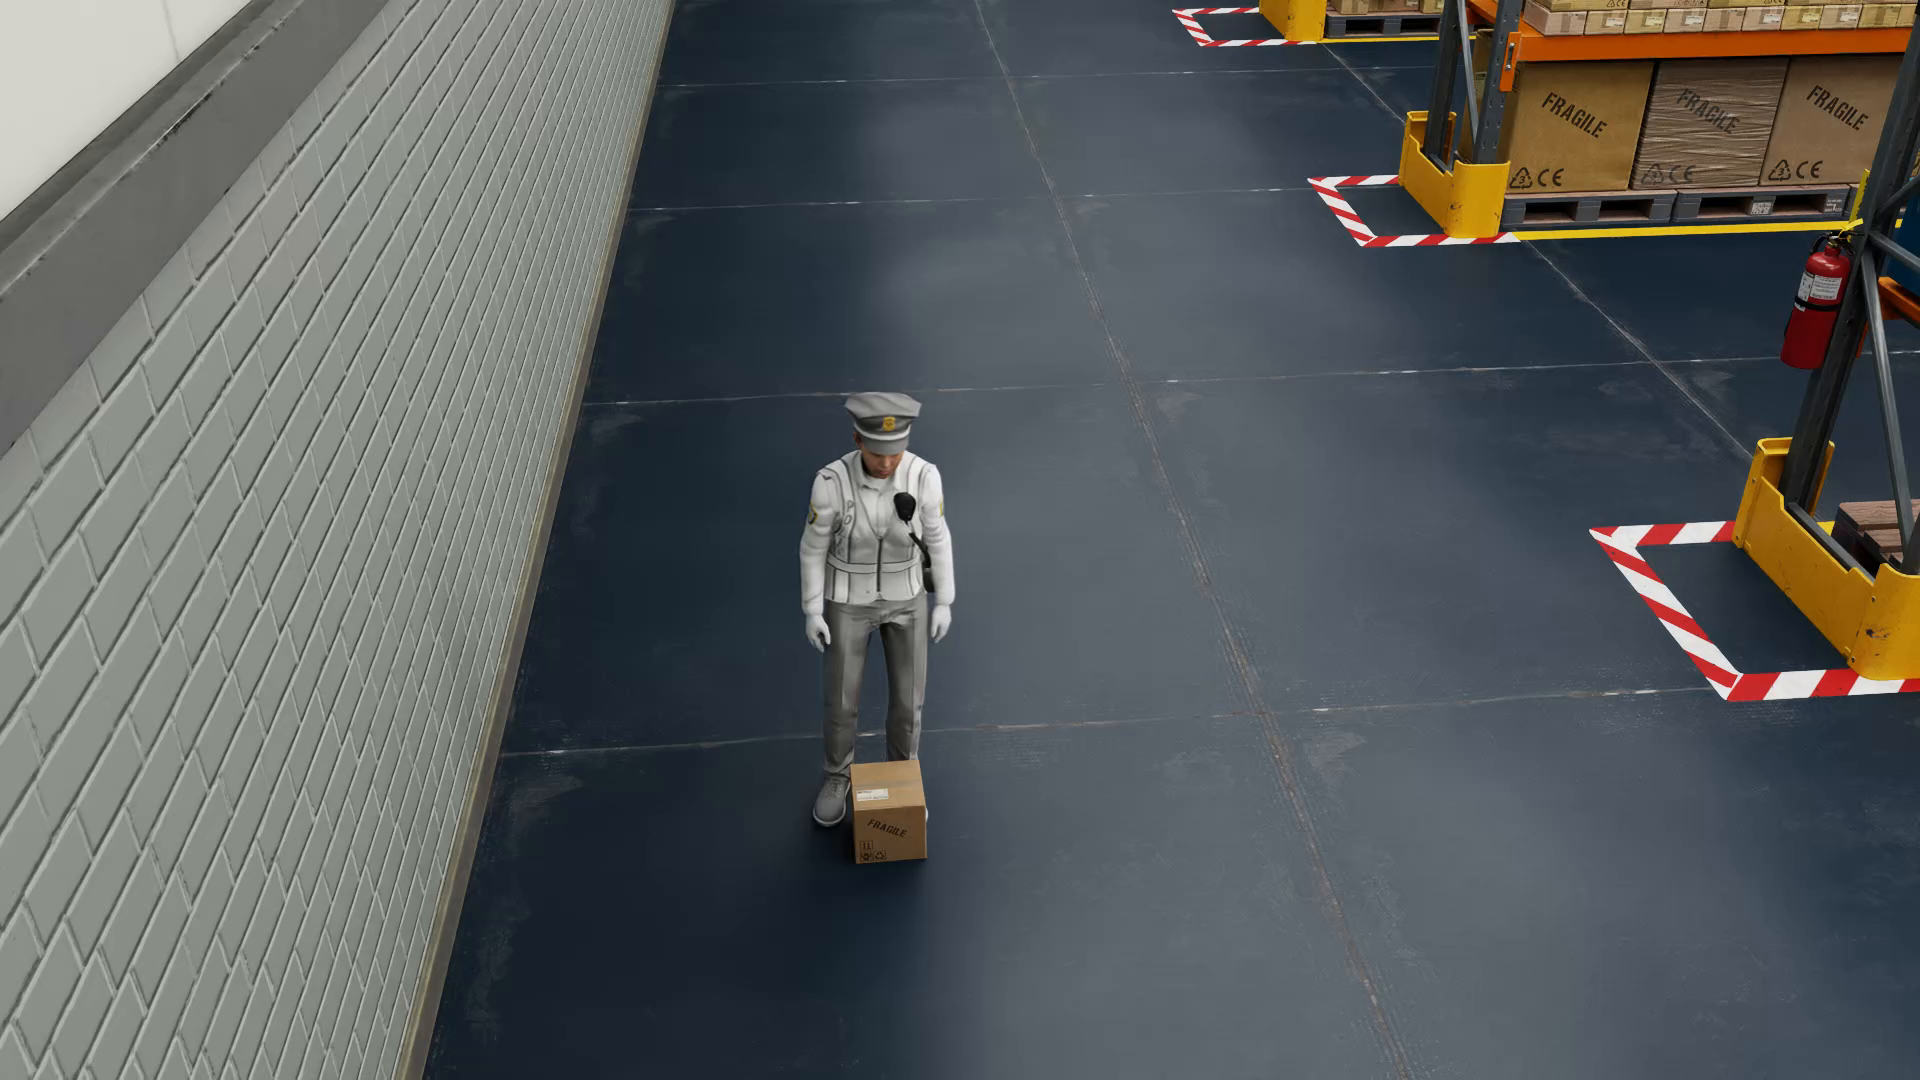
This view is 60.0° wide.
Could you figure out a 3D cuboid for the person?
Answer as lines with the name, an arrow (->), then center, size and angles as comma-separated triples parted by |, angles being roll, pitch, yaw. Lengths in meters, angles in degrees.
person -> -0.280, 0.246, 5.728 | 0.539, 1.661, 0.415 | -5, 32, -7
